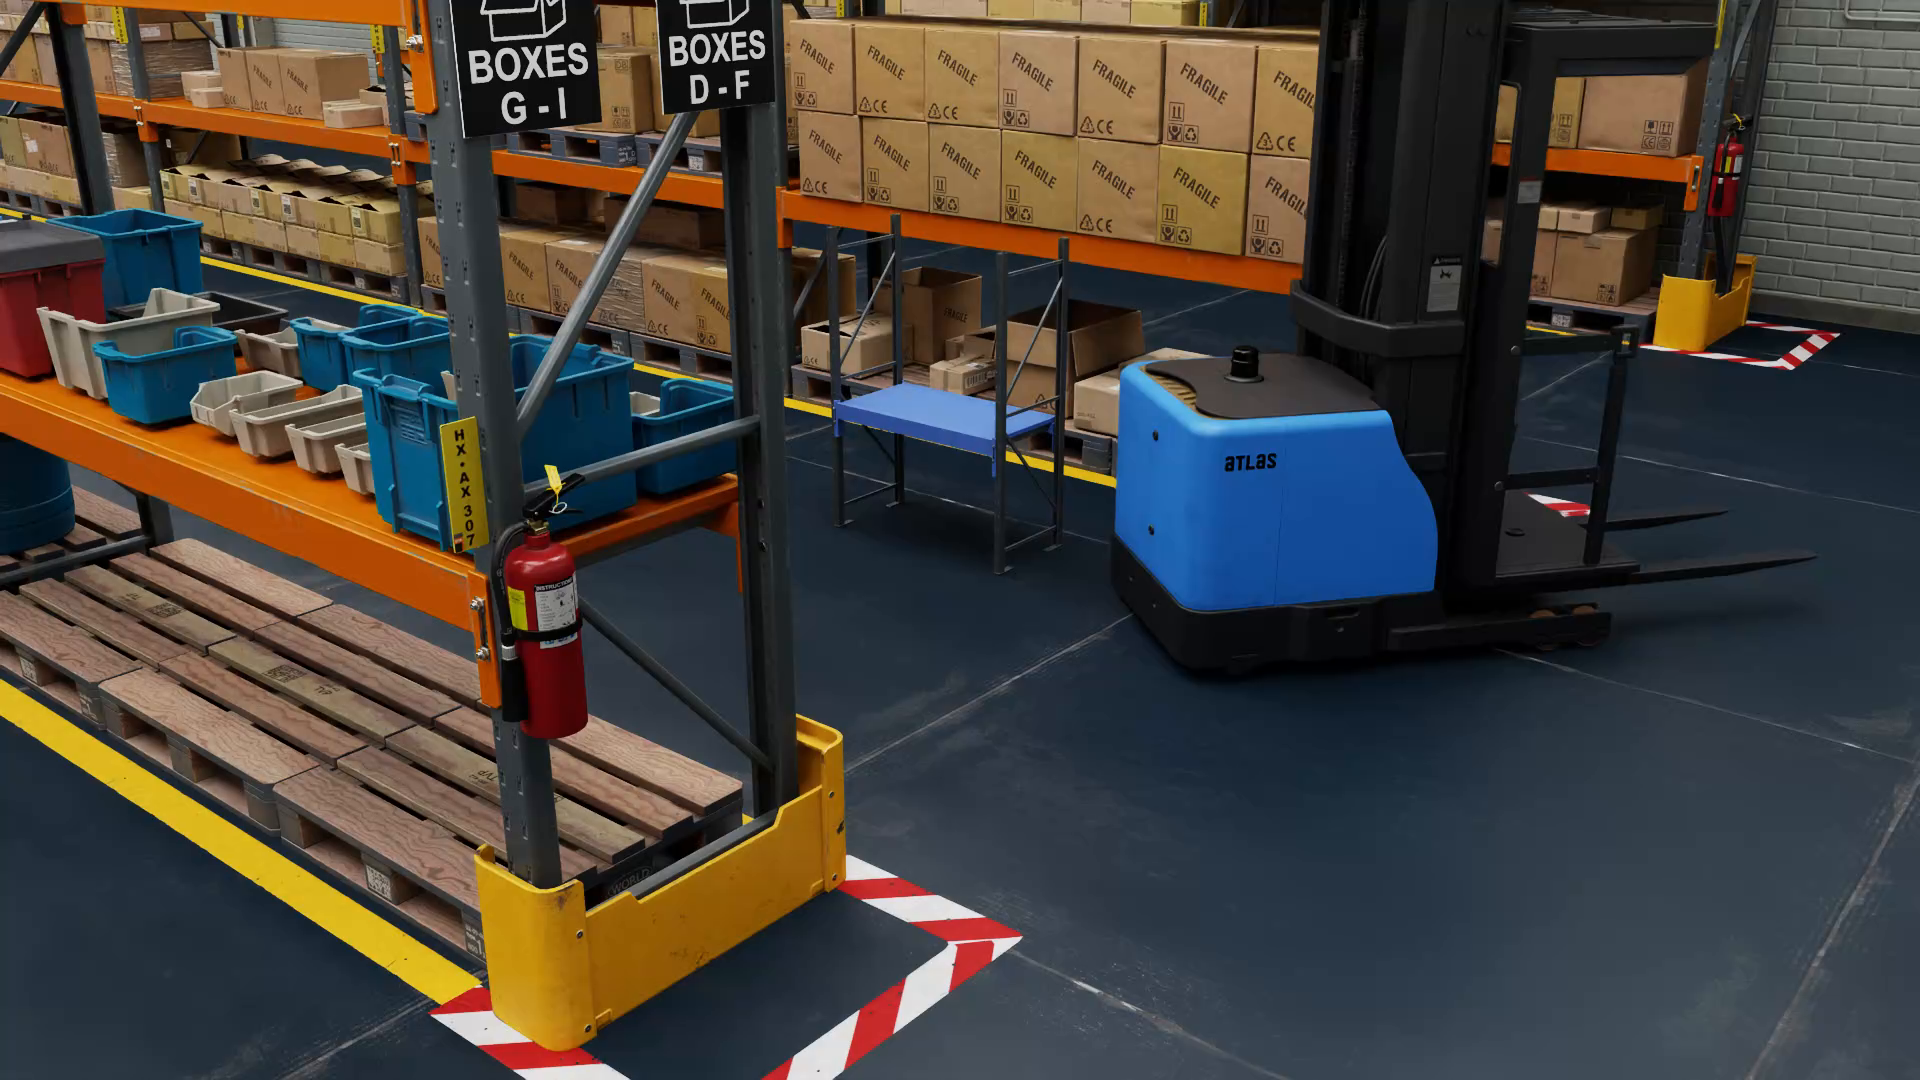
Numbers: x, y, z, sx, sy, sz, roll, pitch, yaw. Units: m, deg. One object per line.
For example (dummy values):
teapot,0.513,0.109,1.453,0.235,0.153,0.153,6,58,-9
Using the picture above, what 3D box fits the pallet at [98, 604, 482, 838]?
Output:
pallet,-2.421,0.628,6.203,1.213,0.211,1.003,16,26,36

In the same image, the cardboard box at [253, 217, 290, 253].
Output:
cardboard box,-5.680,-2.649,14.244,0.500,0.250,0.500,17,26,37

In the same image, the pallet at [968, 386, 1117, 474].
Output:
pallet,0.651,-0.725,9.792,1.213,0.211,1.003,16,26,36

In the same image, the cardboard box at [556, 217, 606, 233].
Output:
cardboard box,-2.655,-2.124,12.468,0.500,0.500,0.500,15,25,34

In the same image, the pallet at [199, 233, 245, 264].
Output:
pallet,-6.432,-2.782,15.245,1.213,0.211,1.003,16,26,36

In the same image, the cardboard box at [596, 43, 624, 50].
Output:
cardboard box,-2.782,-3.225,11.732,0.700,0.500,0.500,-16,26,-37

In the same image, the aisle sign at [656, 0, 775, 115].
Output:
aisle sign,-0.622,-1.491,4.187,0.004,0.787,0.394,16,26,36

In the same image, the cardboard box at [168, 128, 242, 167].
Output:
cardboard box,-7.189,-3.690,15.941,0.500,0.500,0.500,16,26,36

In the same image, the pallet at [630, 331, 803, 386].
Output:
pallet,-1.484,-1.322,11.374,1.213,0.211,1.003,16,26,36

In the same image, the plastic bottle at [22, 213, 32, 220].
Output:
plastic bottle,-4.064,-1.255,7.315,0.185,0.351,0.144,16,26,36

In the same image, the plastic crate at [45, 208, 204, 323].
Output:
plastic crate,-3.387,-1.112,6.803,0.575,0.384,0.392,16,26,36

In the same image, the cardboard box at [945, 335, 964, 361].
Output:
cardboard box,0.120,-1.210,10.544,0.250,0.149,0.380,16,26,36

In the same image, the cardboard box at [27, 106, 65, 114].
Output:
cardboard box,-9.523,-4.355,17.705,0.500,0.500,0.500,16,26,36

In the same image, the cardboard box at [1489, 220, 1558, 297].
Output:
cardboard box,4.405,-2.185,12.659,0.500,0.500,0.700,16,26,36

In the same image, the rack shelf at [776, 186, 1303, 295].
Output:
rack shelf,0.720,-1.673,9.372,4.000,0.370,1.077,16,26,36

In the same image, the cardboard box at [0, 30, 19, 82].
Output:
cardboard box,-9.363,-4.956,16.917,0.500,0.500,0.700,17,26,38

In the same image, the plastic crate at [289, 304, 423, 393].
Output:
plastic crate,-2.101,-0.665,5.833,0.300,0.233,0.416,16,26,36

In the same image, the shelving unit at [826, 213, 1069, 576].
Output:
shelving unit,-0.066,-0.721,7.954,1.048,1.500,0.538,16,26,36

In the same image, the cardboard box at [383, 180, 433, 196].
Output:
cardboard box,-4.561,-2.832,13.934,0.500,0.311,0.500,15,26,35

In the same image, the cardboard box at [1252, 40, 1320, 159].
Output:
cardboard box,1.751,-2.102,7.931,0.500,0.500,0.500,16,26,36

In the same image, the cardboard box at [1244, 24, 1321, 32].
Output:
cardboard box,2.710,-3.825,13.635,0.700,0.700,0.980,17,26,37

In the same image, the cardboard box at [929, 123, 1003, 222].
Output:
cardboard box,0.178,-2.088,9.313,0.500,0.500,0.500,16,26,36

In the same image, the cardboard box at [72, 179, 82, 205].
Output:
cardboard box,-8.303,-3.416,16.276,0.500,0.250,0.500,16,26,36

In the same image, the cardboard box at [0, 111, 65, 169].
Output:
cardboard box,-9.463,-4.102,17.033,0.500,0.500,0.500,16,26,36

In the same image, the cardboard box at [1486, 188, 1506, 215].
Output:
cardboard box,4.232,-2.629,12.917,0.250,0.149,0.380,17,26,37

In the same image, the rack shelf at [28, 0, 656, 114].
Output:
rack shelf,-2.415,-1.723,5.254,4.000,0.370,1.077,16,26,36

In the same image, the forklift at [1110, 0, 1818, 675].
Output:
forklift,2.246,-1.086,6.895,3.031,2.935,1.130,-5,21,-12

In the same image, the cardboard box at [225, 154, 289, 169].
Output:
cardboard box,-6.532,-3.401,15.441,0.500,0.311,0.500,16,26,36

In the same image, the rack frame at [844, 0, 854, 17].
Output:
rack frame,-0.799,-4.703,16.388,0.127,3.000,1.000,16,26,36

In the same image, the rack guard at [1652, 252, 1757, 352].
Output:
rack guard,5.417,-1.743,12.082,0.348,0.500,1.175,16,26,36

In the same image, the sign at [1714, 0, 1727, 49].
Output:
sign,5.045,-3.425,11.023,0.005,0.325,0.100,16,26,36

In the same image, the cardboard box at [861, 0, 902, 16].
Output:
cardboard box,-0.588,-5.071,15.709,0.500,0.250,0.500,17,26,38

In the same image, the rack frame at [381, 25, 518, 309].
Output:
rack frame,-3.929,-3.348,12.795,0.127,3.000,1.000,16,26,36

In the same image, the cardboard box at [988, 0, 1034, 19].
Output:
cardboard box,0.596,-4.735,14.818,0.500,0.250,0.500,15,26,35

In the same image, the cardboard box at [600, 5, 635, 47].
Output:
cardboard box,-3.525,-5.725,18.333,0.500,0.500,0.700,16,26,36

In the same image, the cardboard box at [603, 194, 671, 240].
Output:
cardboard box,-2.214,-2.352,12.010,0.500,0.250,0.500,15,26,35

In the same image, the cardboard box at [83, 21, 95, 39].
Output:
cardboard box,-7.973,-4.764,15.490,0.250,0.149,0.380,16,26,36

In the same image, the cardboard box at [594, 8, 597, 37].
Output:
cardboard box,-4.460,-5.906,18.700,0.500,0.500,0.500,16,26,36

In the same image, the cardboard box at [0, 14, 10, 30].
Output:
cardboard box,-9.366,-5.165,16.553,0.250,0.149,0.380,16,26,35

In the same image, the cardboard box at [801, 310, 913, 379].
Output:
cardboard box,-0.641,-1.250,10.420,0.500,0.311,0.500,16,26,36

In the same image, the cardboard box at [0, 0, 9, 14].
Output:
cardboard box,-9.321,-5.551,16.657,0.500,0.500,0.700,15,25,35

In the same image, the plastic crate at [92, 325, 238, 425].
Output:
plastic crate,-2.619,-0.548,5.521,0.300,0.233,0.416,16,26,36

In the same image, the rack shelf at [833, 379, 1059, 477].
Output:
rack shelf,-0.066,-0.552,8.017,1.000,0.185,0.538,16,26,36

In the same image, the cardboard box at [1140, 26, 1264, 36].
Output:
cardboard box,1.298,-2.476,8.925,0.500,0.500,0.500,17,26,37

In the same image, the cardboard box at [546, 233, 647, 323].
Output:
cardboard box,-2.555,-1.861,11.770,0.500,0.500,0.500,15,25,35

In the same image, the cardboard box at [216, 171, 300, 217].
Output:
cardboard box,-6.079,-3.024,14.443,0.500,0.311,0.500,15,25,35

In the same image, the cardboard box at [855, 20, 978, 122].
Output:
cardboard box,-0.243,-2.673,9.446,0.500,0.500,0.500,15,25,35

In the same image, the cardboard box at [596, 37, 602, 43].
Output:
cardboard box,-4.127,-5.698,19.211,0.500,0.250,0.500,16,26,37

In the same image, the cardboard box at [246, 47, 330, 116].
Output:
cardboard box,-5.647,-3.882,14.069,0.500,0.500,0.500,16,26,36
